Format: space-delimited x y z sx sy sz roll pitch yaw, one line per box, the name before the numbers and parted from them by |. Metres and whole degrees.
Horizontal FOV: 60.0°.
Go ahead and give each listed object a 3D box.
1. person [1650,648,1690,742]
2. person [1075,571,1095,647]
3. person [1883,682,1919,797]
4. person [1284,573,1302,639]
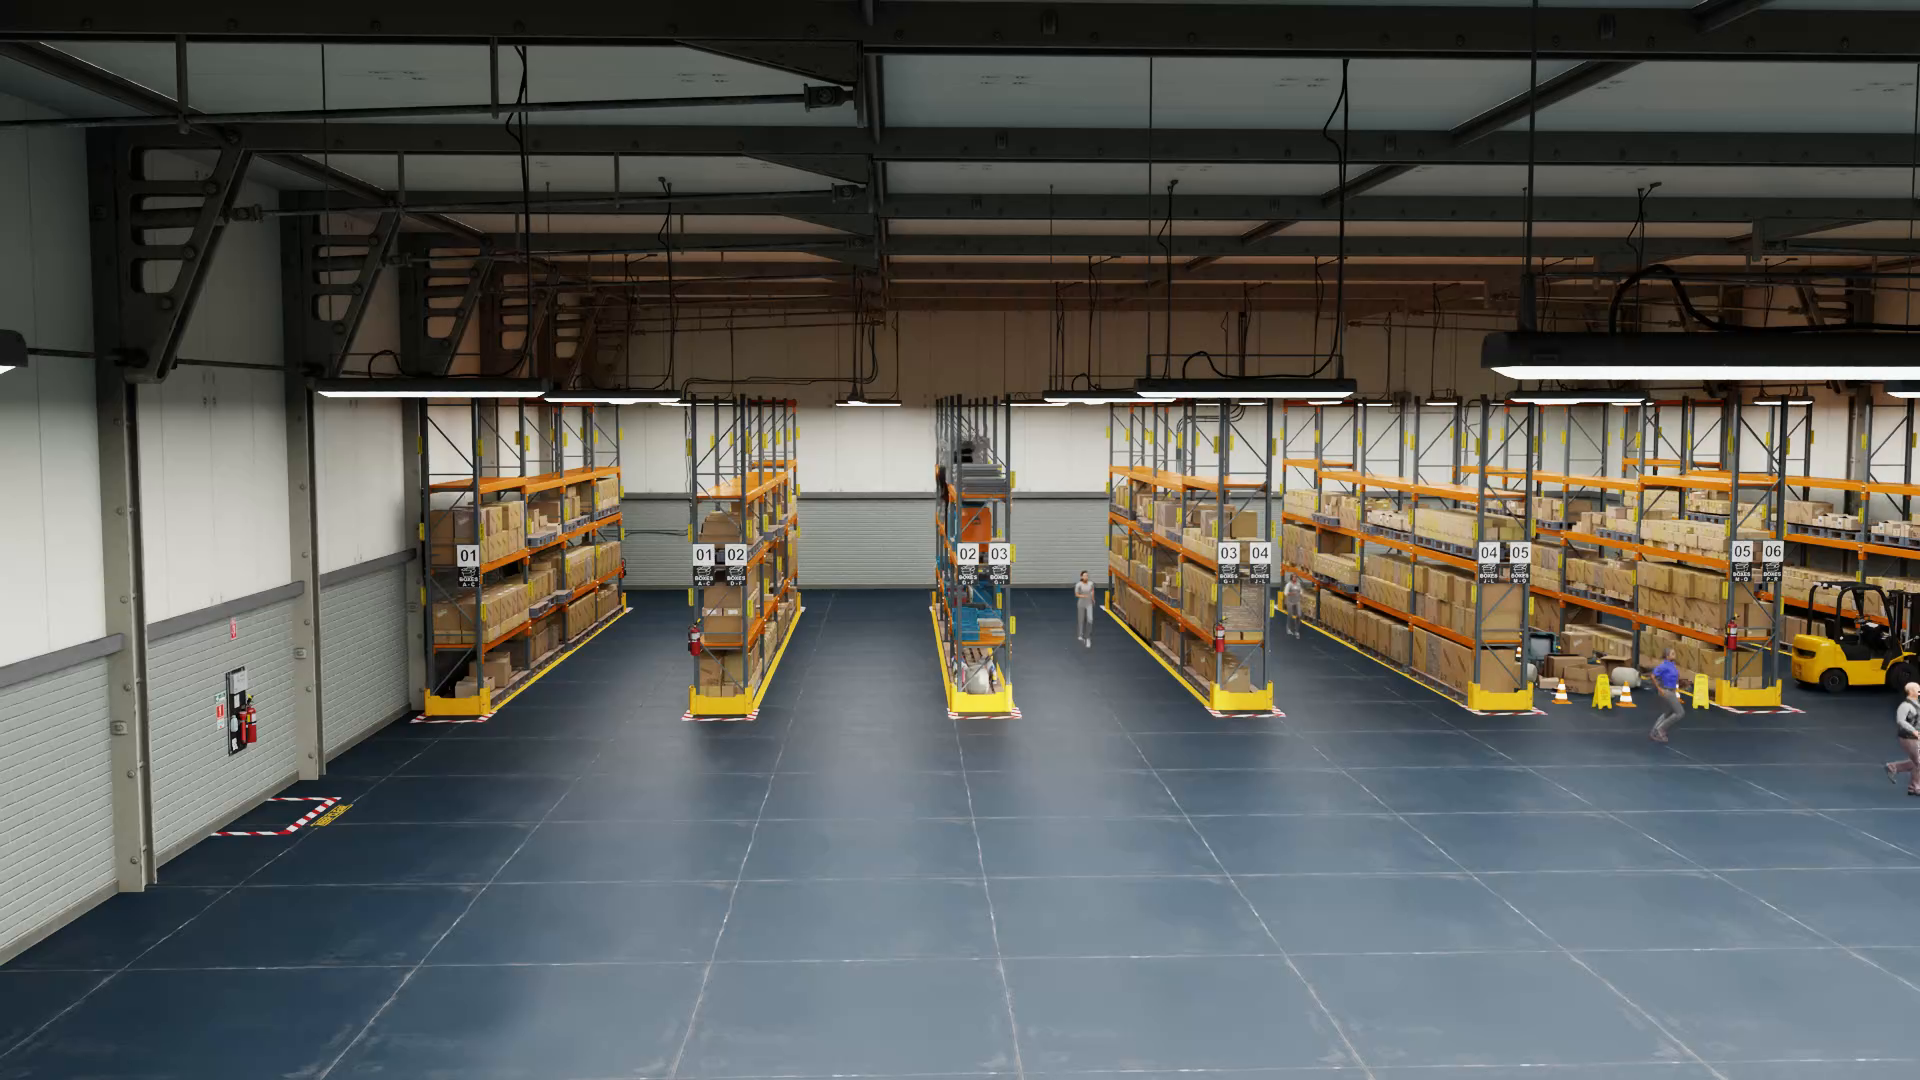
person | 12.172 2.704 28.491 0.634 1.526 0.551 3 6 36
person | 2.902 1.587 38.544 0.526 1.761 0.784 -1 5 -10
person | 14.057 2.938 24.671 0.654 1.676 0.681 4 6 43
person | 8.376 1.683 41.730 0.516 1.540 0.678 0 5 -6
